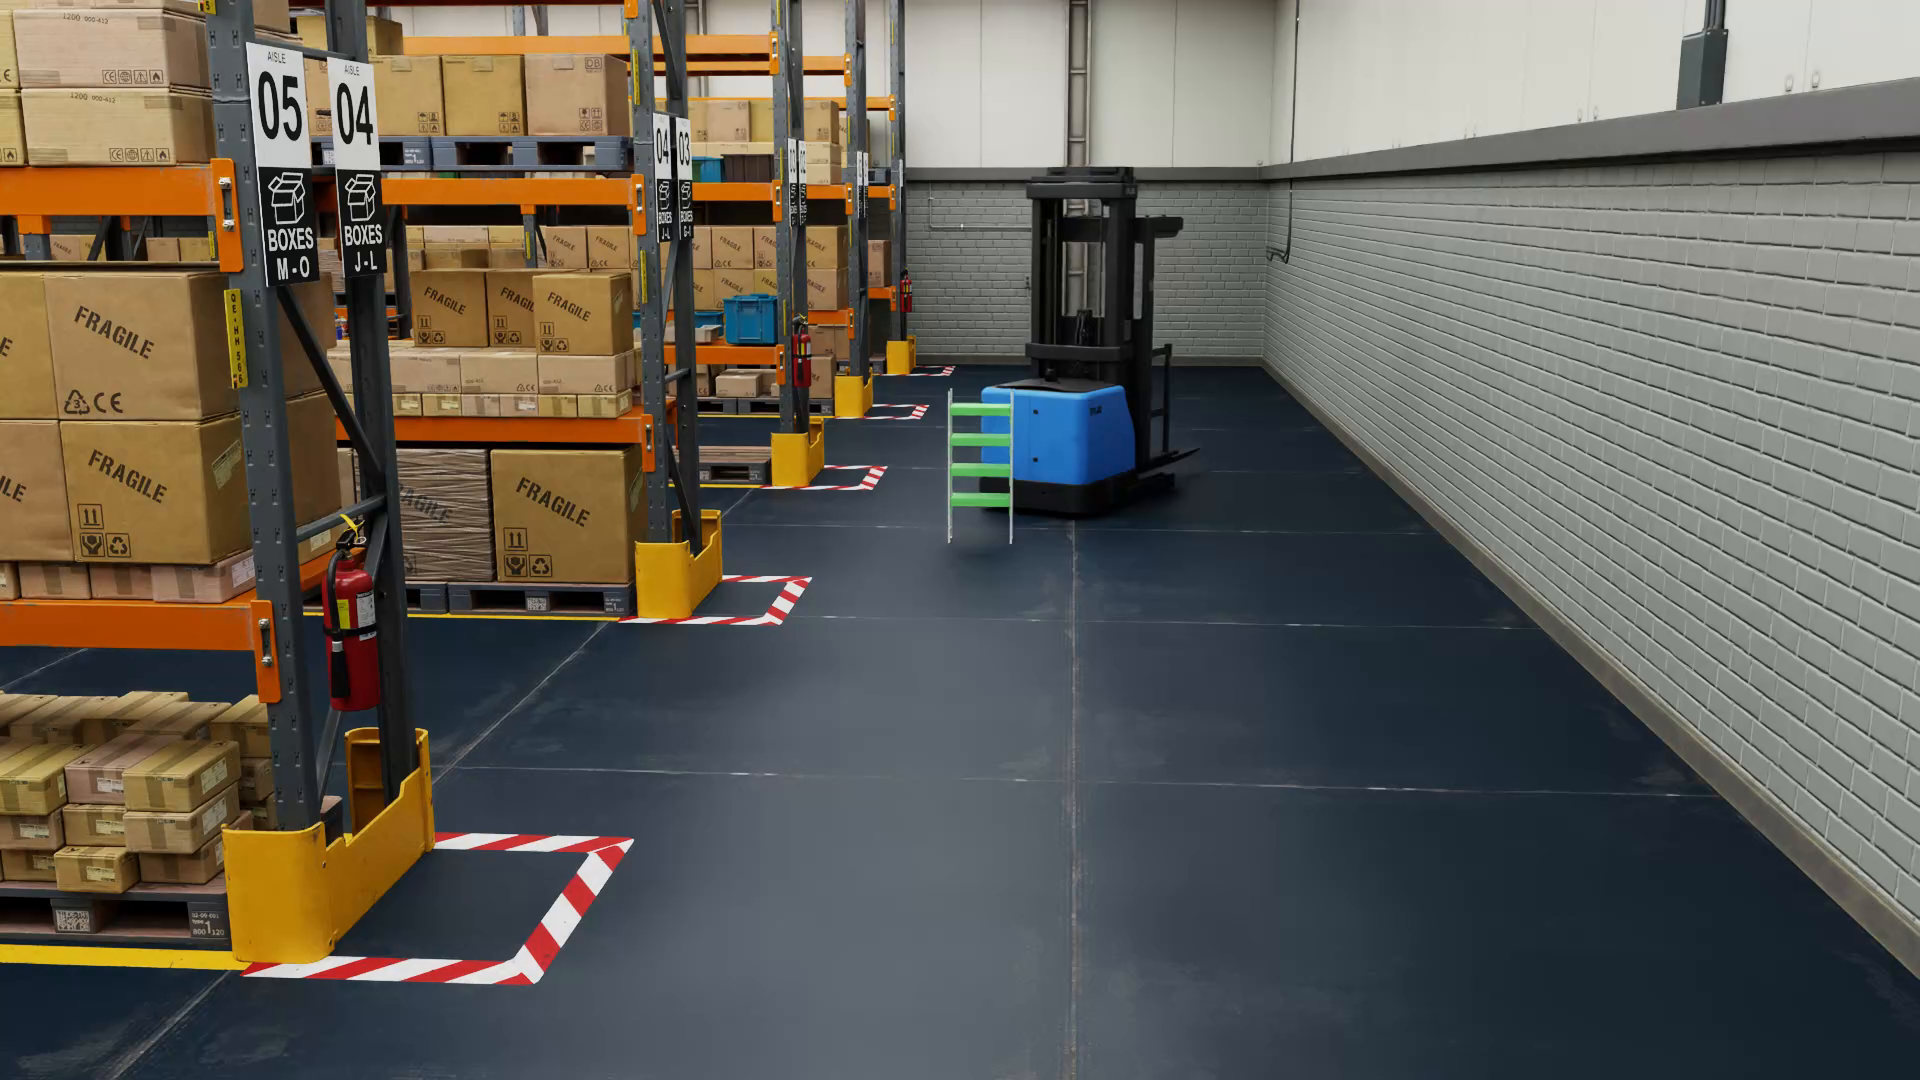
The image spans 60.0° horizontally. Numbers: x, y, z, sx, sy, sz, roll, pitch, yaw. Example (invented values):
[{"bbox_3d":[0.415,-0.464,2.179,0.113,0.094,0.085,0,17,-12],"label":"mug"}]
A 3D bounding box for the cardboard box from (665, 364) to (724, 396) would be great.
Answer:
[{"bbox_3d":[-3.378,-2.122,21.111,0.637,0.503,0.797,1,12,4],"label":"cardboard box"}]

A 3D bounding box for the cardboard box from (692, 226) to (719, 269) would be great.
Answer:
[{"bbox_3d":[-3.258,-3.607,20.500,0.500,0.500,0.500,1,12,6],"label":"cardboard box"}]

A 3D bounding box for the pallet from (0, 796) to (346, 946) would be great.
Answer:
[{"bbox_3d":[-3.243,1.282,6.623,1.213,0.211,1.003,1,12,4],"label":"pallet"}]

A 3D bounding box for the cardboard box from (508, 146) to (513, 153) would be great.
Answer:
[{"bbox_3d":[-5.750,-4.947,20.752,0.600,0.600,0.600,0,12,-2],"label":"cardboard box"}]

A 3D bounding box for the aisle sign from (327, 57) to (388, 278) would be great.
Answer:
[{"bbox_3d":[-2.266,-1.396,6.267,0.004,0.787,0.394,1,12,4],"label":"aisle sign"}]

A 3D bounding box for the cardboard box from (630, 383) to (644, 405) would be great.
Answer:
[{"bbox_3d":[-2.259,-1.024,11.453,0.250,0.149,0.380,1,12,4],"label":"cardboard box"}]

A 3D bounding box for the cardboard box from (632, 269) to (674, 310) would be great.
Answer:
[{"bbox_3d":[-3.752,-3.126,20.643,0.500,0.500,0.500,1,12,3],"label":"cardboard box"}]

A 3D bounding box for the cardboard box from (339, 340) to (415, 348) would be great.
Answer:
[{"bbox_3d":[-3.929,-1.229,11.455,0.500,0.250,0.500,1,12,3],"label":"cardboard box"}]

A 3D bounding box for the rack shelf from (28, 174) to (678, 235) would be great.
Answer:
[{"bbox_3d":[-3.923,-2.219,10.979,4.000,0.370,1.077,1,12,4],"label":"rack shelf"}]

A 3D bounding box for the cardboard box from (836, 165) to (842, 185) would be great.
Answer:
[{"bbox_3d":[-1.757,-4.553,20.747,0.500,0.250,0.500,1,12,4],"label":"cardboard box"}]

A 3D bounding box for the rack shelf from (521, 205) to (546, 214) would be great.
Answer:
[{"bbox_3d":[-7.248,-4.297,20.916,4.000,0.370,1.077,1,12,4],"label":"rack shelf"}]

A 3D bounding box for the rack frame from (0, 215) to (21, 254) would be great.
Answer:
[{"bbox_3d":[-9.578,-2.196,16.442,0.127,3.000,1.000,1,12,4],"label":"rack frame"}]

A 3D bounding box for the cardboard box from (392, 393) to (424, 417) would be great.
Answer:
[{"bbox_3d":[-3.582,-0.907,10.891,0.250,0.149,0.380,1,12,4],"label":"cardboard box"}]

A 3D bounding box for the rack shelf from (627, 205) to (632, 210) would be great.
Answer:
[{"bbox_3d":[-6.921,-5.309,25.754,4.000,0.370,1.077,1,12,4],"label":"rack shelf"}]

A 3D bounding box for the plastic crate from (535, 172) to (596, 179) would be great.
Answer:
[{"bbox_3d":[-3.674,-3.404,15.532,0.530,0.136,0.437,1,12,4],"label":"plastic crate"}]

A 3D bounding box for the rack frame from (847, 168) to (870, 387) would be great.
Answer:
[{"bbox_3d":[-1.261,-3.099,20.757,0.127,3.000,1.000,1,12,4],"label":"rack frame"}]

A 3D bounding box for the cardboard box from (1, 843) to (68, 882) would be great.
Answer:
[{"bbox_3d":[-3.420,1.158,6.344,0.250,0.149,0.380,1,12,3],"label":"cardboard box"}]

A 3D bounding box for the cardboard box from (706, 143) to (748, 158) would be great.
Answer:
[{"bbox_3d":[-2.789,-4.708,20.267,0.500,0.250,0.500,1,12,4],"label":"cardboard box"}]

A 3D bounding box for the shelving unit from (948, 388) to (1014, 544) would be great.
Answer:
[{"bbox_3d":[0.165,-0.585,13.134,0.503,1.200,0.258,1,12,4],"label":"shelving unit"}]

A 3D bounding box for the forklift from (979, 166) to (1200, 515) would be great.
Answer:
[{"bbox_3d":[1.344,-1.902,15.200,1.130,2.935,3.031,7,14,29],"label":"forklift"}]

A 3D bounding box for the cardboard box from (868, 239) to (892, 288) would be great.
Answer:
[{"bbox_3d":[-1.444,-4.263,25.588,0.700,0.700,0.980,1,12,6],"label":"cardboard box"}]

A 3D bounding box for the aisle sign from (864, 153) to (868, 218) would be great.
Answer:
[{"bbox_3d":[-1.174,-4.430,20.773,0.004,0.787,0.394,1,12,4],"label":"aisle sign"}]

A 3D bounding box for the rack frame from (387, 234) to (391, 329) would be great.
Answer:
[{"bbox_3d":[-8.916,-4.220,26.118,0.127,3.000,1.000,1,12,4],"label":"rack frame"}]

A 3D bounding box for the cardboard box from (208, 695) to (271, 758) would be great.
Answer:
[{"bbox_3d":[-2.859,0.759,6.799,0.250,0.149,0.380,0,12,1],"label":"cardboard box"}]

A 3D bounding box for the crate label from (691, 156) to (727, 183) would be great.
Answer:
[{"bbox_3d":[-2.495,-3.561,16.003,0.502,0.251,0.408,1,12,4],"label":"crate label"}]

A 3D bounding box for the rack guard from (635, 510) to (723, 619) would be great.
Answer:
[{"bbox_3d":[-1.903,0.149,11.336,0.348,0.500,1.175,1,12,4],"label":"rack guard"}]

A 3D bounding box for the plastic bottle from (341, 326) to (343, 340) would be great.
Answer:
[{"bbox_3d":[-6.012,-2.010,16.034,0.097,0.201,0.097,0,12,0],"label":"plastic bottle"}]

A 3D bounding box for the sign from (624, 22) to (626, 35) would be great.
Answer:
[{"bbox_3d":[-4.949,-7.487,24.608,0.005,0.325,0.100,1,12,4],"label":"sign"}]

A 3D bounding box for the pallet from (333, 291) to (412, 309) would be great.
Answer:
[{"bbox_3d":[-7.303,-3.089,21.177,1.213,0.211,1.003,1,12,4],"label":"pallet"}]

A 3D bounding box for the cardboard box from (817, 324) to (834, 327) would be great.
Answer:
[{"bbox_3d":[-2.035,-3.368,25.536,0.250,0.149,0.380,1,12,5],"label":"cardboard box"}]

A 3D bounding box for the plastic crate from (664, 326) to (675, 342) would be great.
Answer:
[{"bbox_3d":[-2.710,-1.968,15.850,0.243,0.136,0.396,1,12,4],"label":"plastic crate"}]

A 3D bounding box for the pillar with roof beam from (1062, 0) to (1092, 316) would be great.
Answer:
[{"bbox_3d":[1.530,-6.308,21.444,0.400,9.000,9.100,1,12,4],"label":"pillar with roof beam"}]

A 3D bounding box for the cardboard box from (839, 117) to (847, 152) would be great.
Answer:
[{"bbox_3d":[-1.683,-6.082,24.954,0.500,0.500,0.500,1,12,4],"label":"cardboard box"}]

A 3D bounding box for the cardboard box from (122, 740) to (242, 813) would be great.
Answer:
[{"bbox_3d":[-2.904,0.880,6.220,0.250,0.149,0.380,1,12,4],"label":"cardboard box"}]

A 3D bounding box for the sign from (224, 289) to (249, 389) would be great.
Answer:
[{"bbox_3d":[-2.416,-0.672,5.553,0.005,0.325,0.100,1,12,4],"label":"sign"}]

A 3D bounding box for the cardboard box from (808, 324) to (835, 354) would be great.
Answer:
[{"bbox_3d":[-2.138,-3.089,25.788,0.500,0.500,0.700,1,12,4],"label":"cardboard box"}]

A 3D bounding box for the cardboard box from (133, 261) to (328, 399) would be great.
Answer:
[{"bbox_3d":[-2.790,-0.808,6.390,0.500,0.500,0.500,1,12,3],"label":"cardboard box"}]

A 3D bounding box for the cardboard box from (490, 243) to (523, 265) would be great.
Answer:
[{"bbox_3d":[-6.912,-4.344,25.690,0.500,0.500,0.500,1,12,5],"label":"cardboard box"}]

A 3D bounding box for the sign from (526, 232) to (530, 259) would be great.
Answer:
[{"bbox_3d":[-5.286,-3.607,20.357,0.005,0.325,0.100,1,12,4],"label":"sign"}]

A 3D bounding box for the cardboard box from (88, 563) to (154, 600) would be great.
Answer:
[{"bbox_3d":[-2.949,0.102,6.069,0.250,0.149,0.380,1,12,4],"label":"cardboard box"}]

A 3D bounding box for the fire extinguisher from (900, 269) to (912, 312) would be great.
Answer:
[{"bbox_3d":[-0.814,-3.794,25.180,0.183,0.674,0.296,1,12,4],"label":"fire extinguisher"}]

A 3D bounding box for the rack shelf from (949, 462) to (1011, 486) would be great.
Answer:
[{"bbox_3d":[0.165,-0.522,13.147,0.480,0.148,0.258,1,12,4],"label":"rack shelf"}]

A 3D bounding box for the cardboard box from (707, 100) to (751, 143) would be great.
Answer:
[{"bbox_3d":[-2.774,-5.118,20.398,0.500,0.500,0.700,1,12,4],"label":"cardboard box"}]

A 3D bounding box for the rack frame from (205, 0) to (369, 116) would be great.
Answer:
[{"bbox_3d":[-2.359,-3.000,5.630,0.127,3.000,1.000,1,12,4],"label":"rack frame"}]

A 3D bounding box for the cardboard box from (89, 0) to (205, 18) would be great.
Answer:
[{"bbox_3d":[-2.711,-1.842,5.596,0.250,0.149,0.380,1,12,3],"label":"cardboard box"}]

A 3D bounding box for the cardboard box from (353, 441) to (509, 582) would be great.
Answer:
[{"bbox_3d":[-3.479,-0.246,11.280,0.875,0.875,0.875,1,12,4],"label":"cardboard box"}]

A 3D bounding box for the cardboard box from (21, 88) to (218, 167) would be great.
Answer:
[{"bbox_3d":[-2.831,-1.410,5.724,0.500,0.250,0.500,1,12,3],"label":"cardboard box"}]
